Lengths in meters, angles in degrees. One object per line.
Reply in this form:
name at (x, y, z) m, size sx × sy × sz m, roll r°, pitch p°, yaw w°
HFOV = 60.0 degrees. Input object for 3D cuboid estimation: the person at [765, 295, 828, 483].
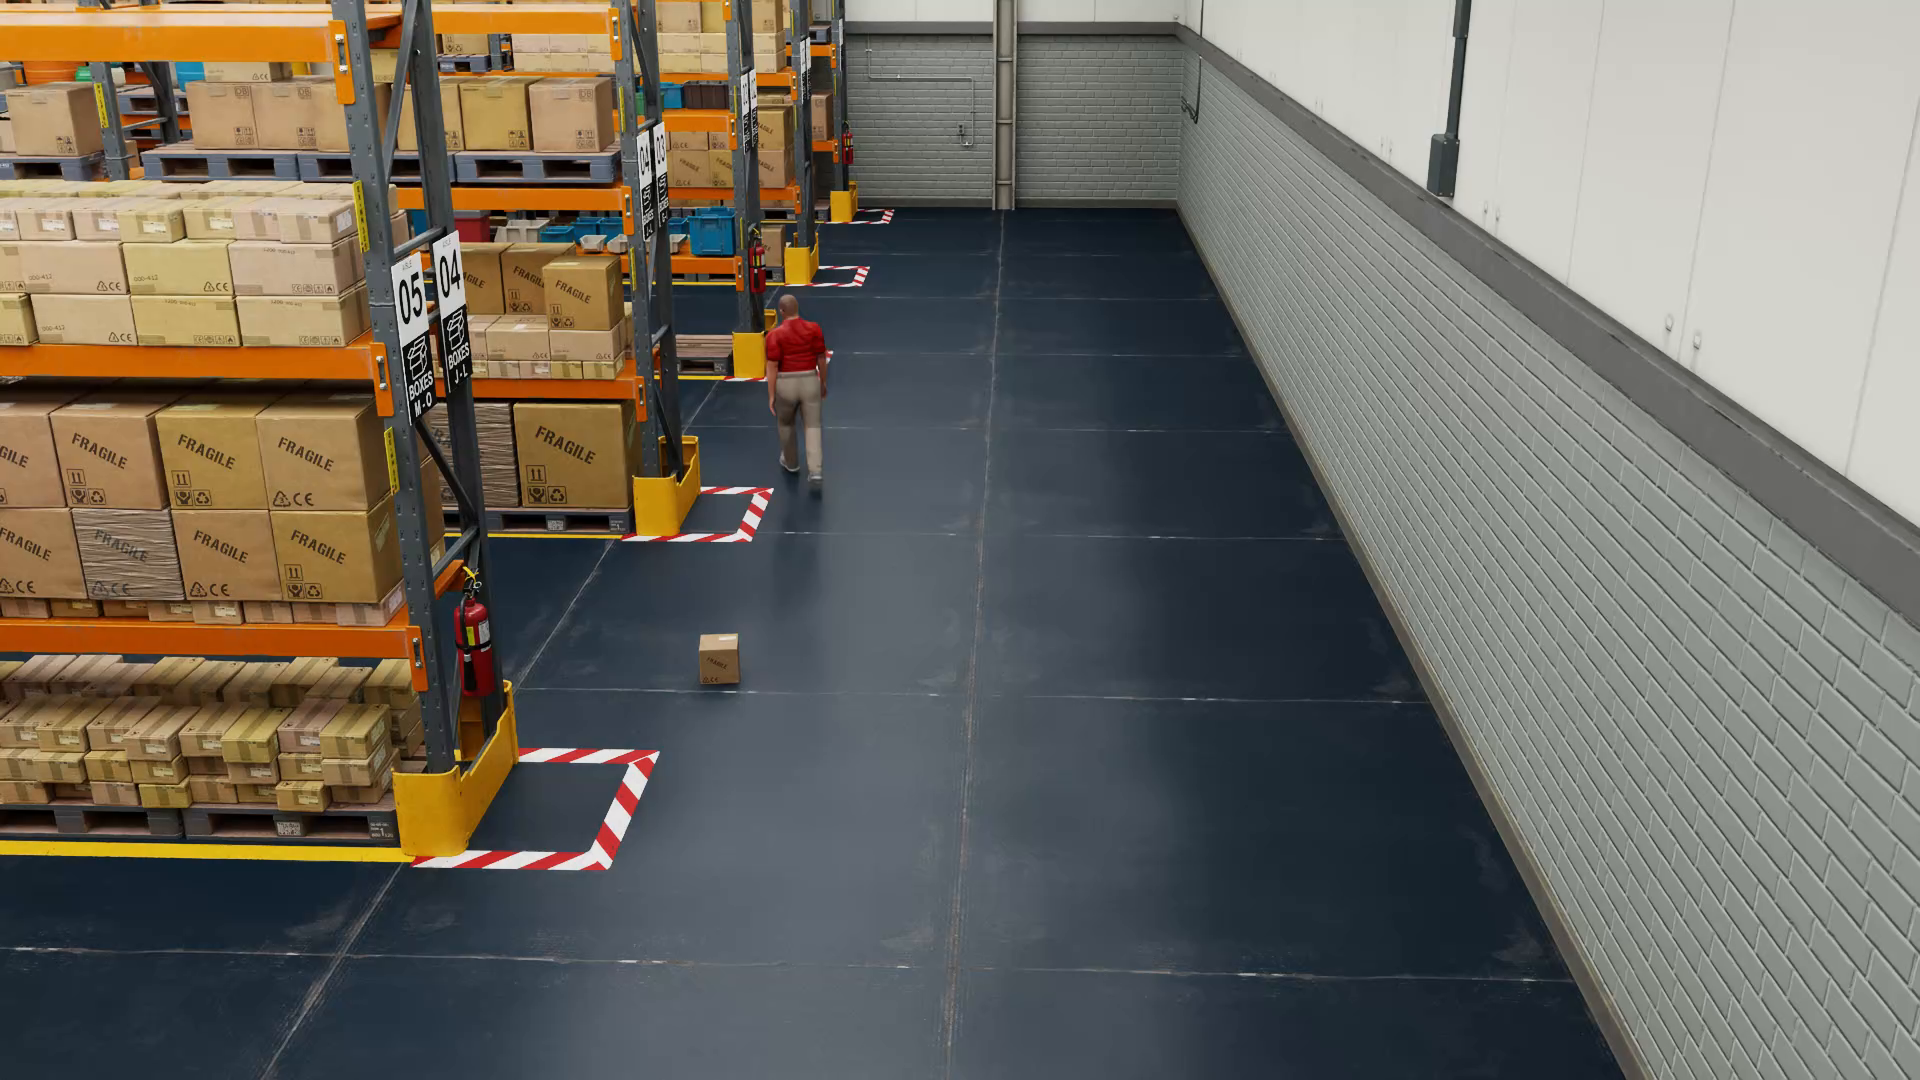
person at (-1.433, -1.343, 14.677) m, size 0.565 × 1.682 × 1.006 m, roll -5°, pitch 21°, yaw -13°
